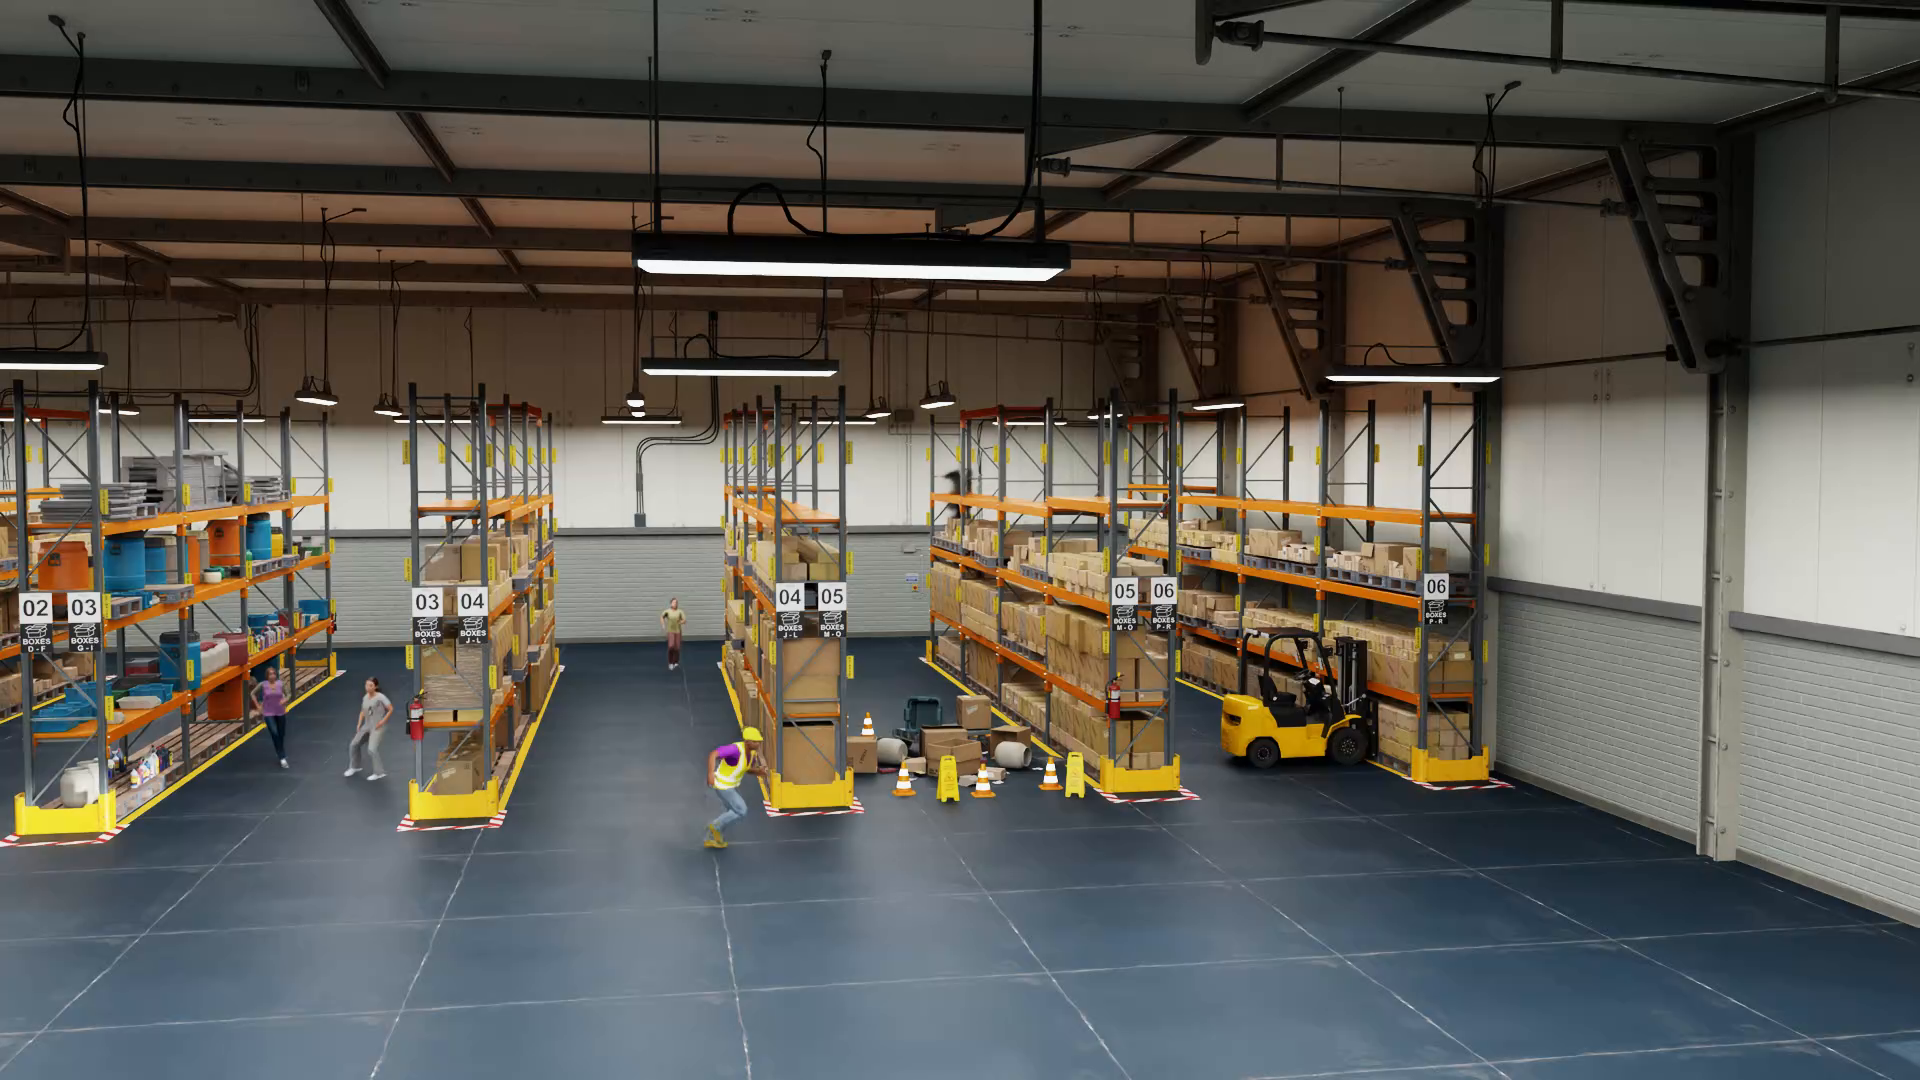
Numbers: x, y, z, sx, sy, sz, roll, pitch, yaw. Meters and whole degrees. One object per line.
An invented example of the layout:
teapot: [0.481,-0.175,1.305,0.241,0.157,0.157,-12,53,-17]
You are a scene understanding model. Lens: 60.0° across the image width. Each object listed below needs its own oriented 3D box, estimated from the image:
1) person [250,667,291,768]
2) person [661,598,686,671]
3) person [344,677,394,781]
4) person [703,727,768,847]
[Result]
person: [-11.091,2.839,26.812,0.592,1.602,0.802,-2,3,-34]
person: [-6.689,2.197,38.893,0.569,1.688,0.687,-1,3,-17]
person: [-9.186,2.909,25.770,0.886,1.596,0.426,1,3,25]
person: [-2.879,3.140,21.010,0.870,1.578,0.738,1,3,21]
